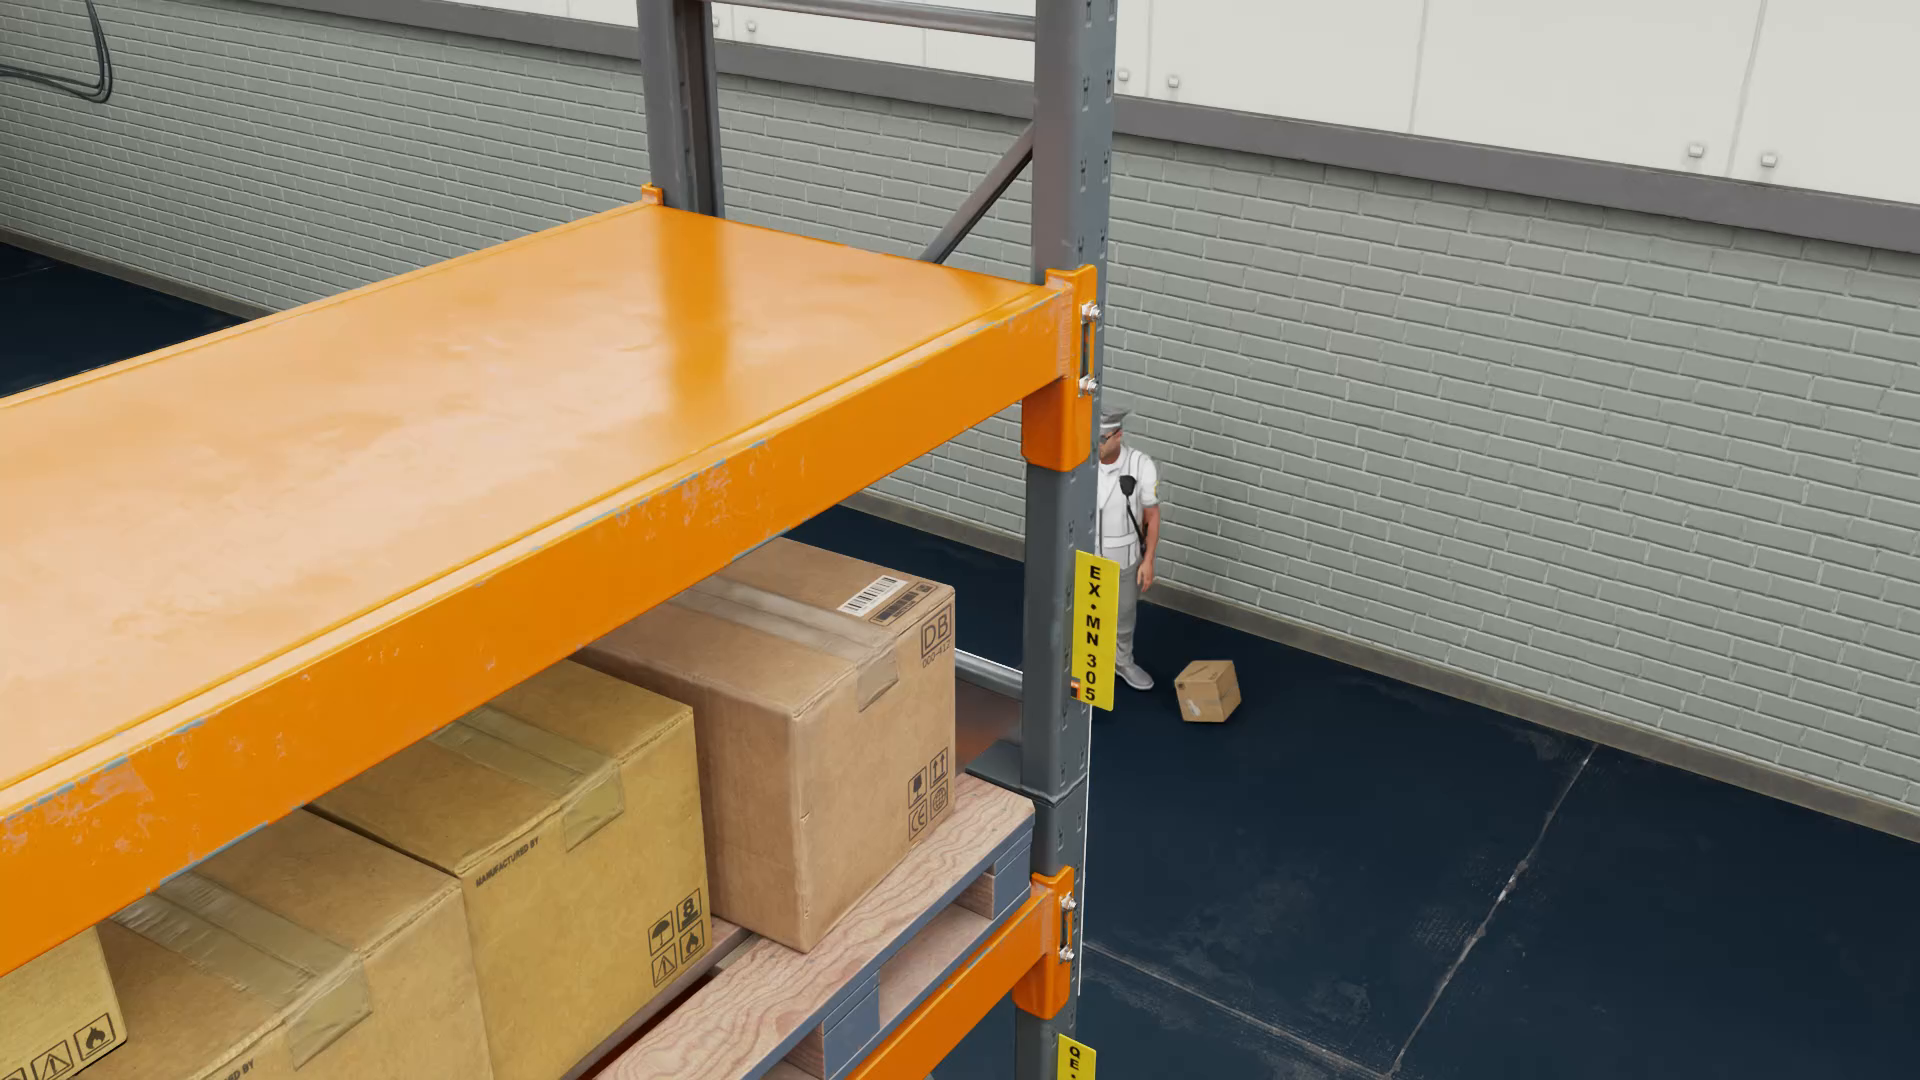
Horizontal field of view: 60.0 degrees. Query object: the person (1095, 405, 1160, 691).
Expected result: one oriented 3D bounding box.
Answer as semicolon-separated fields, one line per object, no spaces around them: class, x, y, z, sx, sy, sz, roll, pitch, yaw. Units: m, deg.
person;0.750;0.092;8.950;0.658;1.745;0.642;4;27;9
